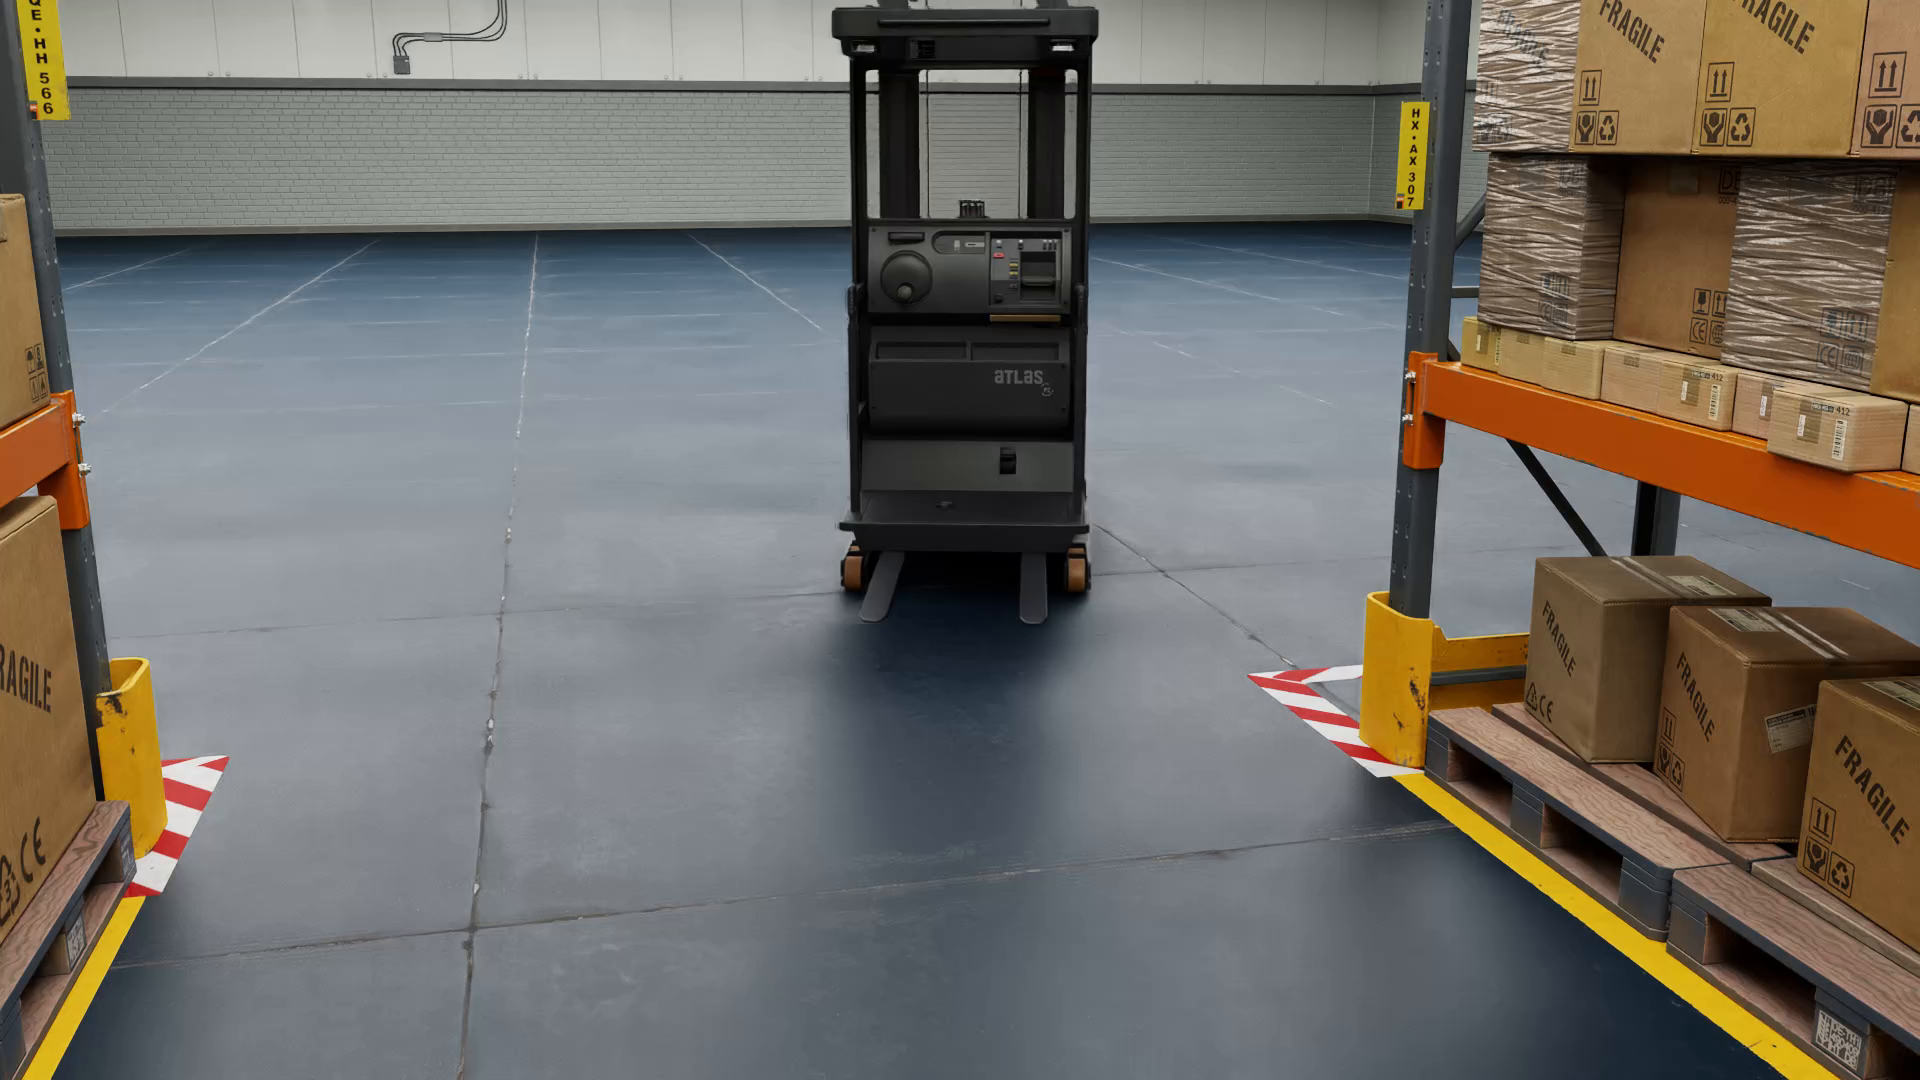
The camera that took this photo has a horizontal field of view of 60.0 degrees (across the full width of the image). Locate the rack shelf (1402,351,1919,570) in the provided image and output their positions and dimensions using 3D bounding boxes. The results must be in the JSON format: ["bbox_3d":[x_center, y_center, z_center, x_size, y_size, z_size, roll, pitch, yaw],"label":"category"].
[{"bbox_3d":[2.407,0.007,3.593,1.077,0.370,4.000,-3,14,-13],"label":"rack shelf"}]

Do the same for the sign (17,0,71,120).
[{"bbox_3d":[-2.377,-1.255,4.305,0.100,0.325,0.005,-3,14,-13],"label":"sign"}]

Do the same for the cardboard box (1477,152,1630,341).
[{"bbox_3d":[2.040,-0.868,4.823,0.875,0.500,0.500,-3,14,-13],"label":"cardboard box"}]

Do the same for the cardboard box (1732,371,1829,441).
[{"bbox_3d":[2.073,-0.315,3.924,0.380,0.149,0.250,-3,14,-13],"label":"cardboard box"}]

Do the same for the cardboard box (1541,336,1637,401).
[{"bbox_3d":[1.857,-0.485,4.622,0.380,0.149,0.250,-3,14,-13],"label":"cardboard box"}]

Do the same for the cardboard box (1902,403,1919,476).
[{"bbox_3d":[2.218,-0.201,3.458,0.380,0.149,0.250,-3,14,-13],"label":"cardboard box"}]

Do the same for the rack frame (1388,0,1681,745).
[{"bbox_3d":[1.937,-0.804,5.396,1.000,3.000,0.127,-3,14,-13],"label":"rack frame"}]

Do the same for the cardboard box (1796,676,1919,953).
[{"bbox_3d":[2.370,0.633,3.897,0.500,0.500,0.500,-2,14,-8],"label":"cardboard box"}]

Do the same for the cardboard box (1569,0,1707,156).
[{"bbox_3d":[1.912,-1.225,4.175,0.500,0.500,0.500,-3,14,-13],"label":"cardboard box"}]

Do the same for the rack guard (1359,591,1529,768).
[{"bbox_3d":[1.955,0.428,5.621,1.175,0.500,0.348,-3,14,-13],"label":"rack guard"}]

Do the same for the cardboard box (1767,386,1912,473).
[{"bbox_3d":[2.031,-0.251,3.664,0.380,0.149,0.250,-3,14,-13],"label":"cardboard box"}]

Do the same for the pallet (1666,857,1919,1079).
[{"bbox_3d":[2.395,1.039,3.730,1.003,0.211,1.213,-3,14,-13],"label":"pallet"}]

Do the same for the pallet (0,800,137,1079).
[{"bbox_3d":[-2.644,0.984,3.954,1.003,0.211,1.213,-3,14,-13],"label":"pallet"}]

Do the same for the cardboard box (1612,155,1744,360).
[{"bbox_3d":[2.274,-0.760,4.378,0.875,0.500,0.500,-3,14,-13],"label":"cardboard box"}]

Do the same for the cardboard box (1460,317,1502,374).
[{"bbox_3d":[1.773,-0.603,5.102,0.380,0.149,0.250,-3,14,-13],"label":"cardboard box"}]

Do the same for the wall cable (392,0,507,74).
[{"bbox_3d":[-10.453,-12.529,33.583,2.305,6.003,0.169,-3,14,-13],"label":"wall cable"}]

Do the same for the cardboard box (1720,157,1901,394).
[{"bbox_3d":[2.349,-0.642,3.897,0.875,0.500,0.500,-3,14,-13],"label":"cardboard box"}]

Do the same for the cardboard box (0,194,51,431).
[{"bbox_3d":[-2.776,-0.540,4.002,0.875,0.550,0.550,-3,14,-13],"label":"cardboard box"}]

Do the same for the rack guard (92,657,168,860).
[{"bbox_3d":[-2.913,0.658,4.679,1.175,0.500,0.348,-3,14,-13],"label":"rack guard"}]

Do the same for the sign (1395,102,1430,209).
[{"bbox_3d":[1.410,-1.194,5.169,0.100,0.325,0.005,-3,14,-13],"label":"sign"}]

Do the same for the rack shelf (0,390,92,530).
[{"bbox_3d":[-2.438,0.260,2.557,1.077,0.370,4.000,-3,14,-13],"label":"rack shelf"}]

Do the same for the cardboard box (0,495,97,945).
[{"bbox_3d":[-2.684,0.430,3.937,0.875,0.875,0.875,-3,14,-13],"label":"cardboard box"}]

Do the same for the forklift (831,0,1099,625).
[{"bbox_3d":[0.037,-1.258,7.401,1.130,2.935,3.031,1,14,2],"label":"forklift"}]

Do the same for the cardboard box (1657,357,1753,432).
[{"bbox_3d":[1.987,-0.371,4.153,0.380,0.149,0.250,-3,14,-13],"label":"cardboard box"}]

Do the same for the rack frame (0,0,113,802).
[{"bbox_3d":[-2.908,-0.550,4.360,1.000,3.000,0.127,-3,14,-13],"label":"rack frame"}]

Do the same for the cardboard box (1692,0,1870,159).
[{"bbox_3d":[2.031,-1.109,3.703,0.500,0.500,0.500,-3,14,-13],"label":"cardboard box"}]

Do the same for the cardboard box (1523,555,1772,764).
[{"bbox_3d":[2.068,0.352,5.049,0.500,0.500,0.500,-1,14,-3],"label":"cardboard box"}]

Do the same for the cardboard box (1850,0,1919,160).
[{"bbox_3d":[2.154,-0.994,3.232,0.500,0.500,0.500,-3,14,-13],"label":"cardboard box"}]

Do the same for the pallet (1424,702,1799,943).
[{"bbox_3d":[2.112,0.758,4.880,1.003,0.211,1.213,-3,14,-13],"label":"pallet"}]

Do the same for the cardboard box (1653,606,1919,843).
[{"bbox_3d":[2.241,0.488,4.493,0.500,0.500,0.500,0,14,2],"label":"cardboard box"}]

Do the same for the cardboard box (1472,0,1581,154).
[{"bbox_3d":[1.802,-1.340,4.649,0.500,0.500,0.500,-3,14,-13],"label":"cardboard box"}]

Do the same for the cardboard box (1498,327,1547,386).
[{"bbox_3d":[1.813,-0.544,4.862,0.380,0.149,0.250,-3,14,-13],"label":"cardboard box"}]

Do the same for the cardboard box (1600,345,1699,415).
[{"bbox_3d":[1.936,-0.429,4.391,0.380,0.149,0.250,-3,14,-13],"label":"cardboard box"}]

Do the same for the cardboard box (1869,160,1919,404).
[{"bbox_3d":[2.455,-0.526,3.422,0.875,0.500,0.500,-3,14,-13],"label":"cardboard box"}]
